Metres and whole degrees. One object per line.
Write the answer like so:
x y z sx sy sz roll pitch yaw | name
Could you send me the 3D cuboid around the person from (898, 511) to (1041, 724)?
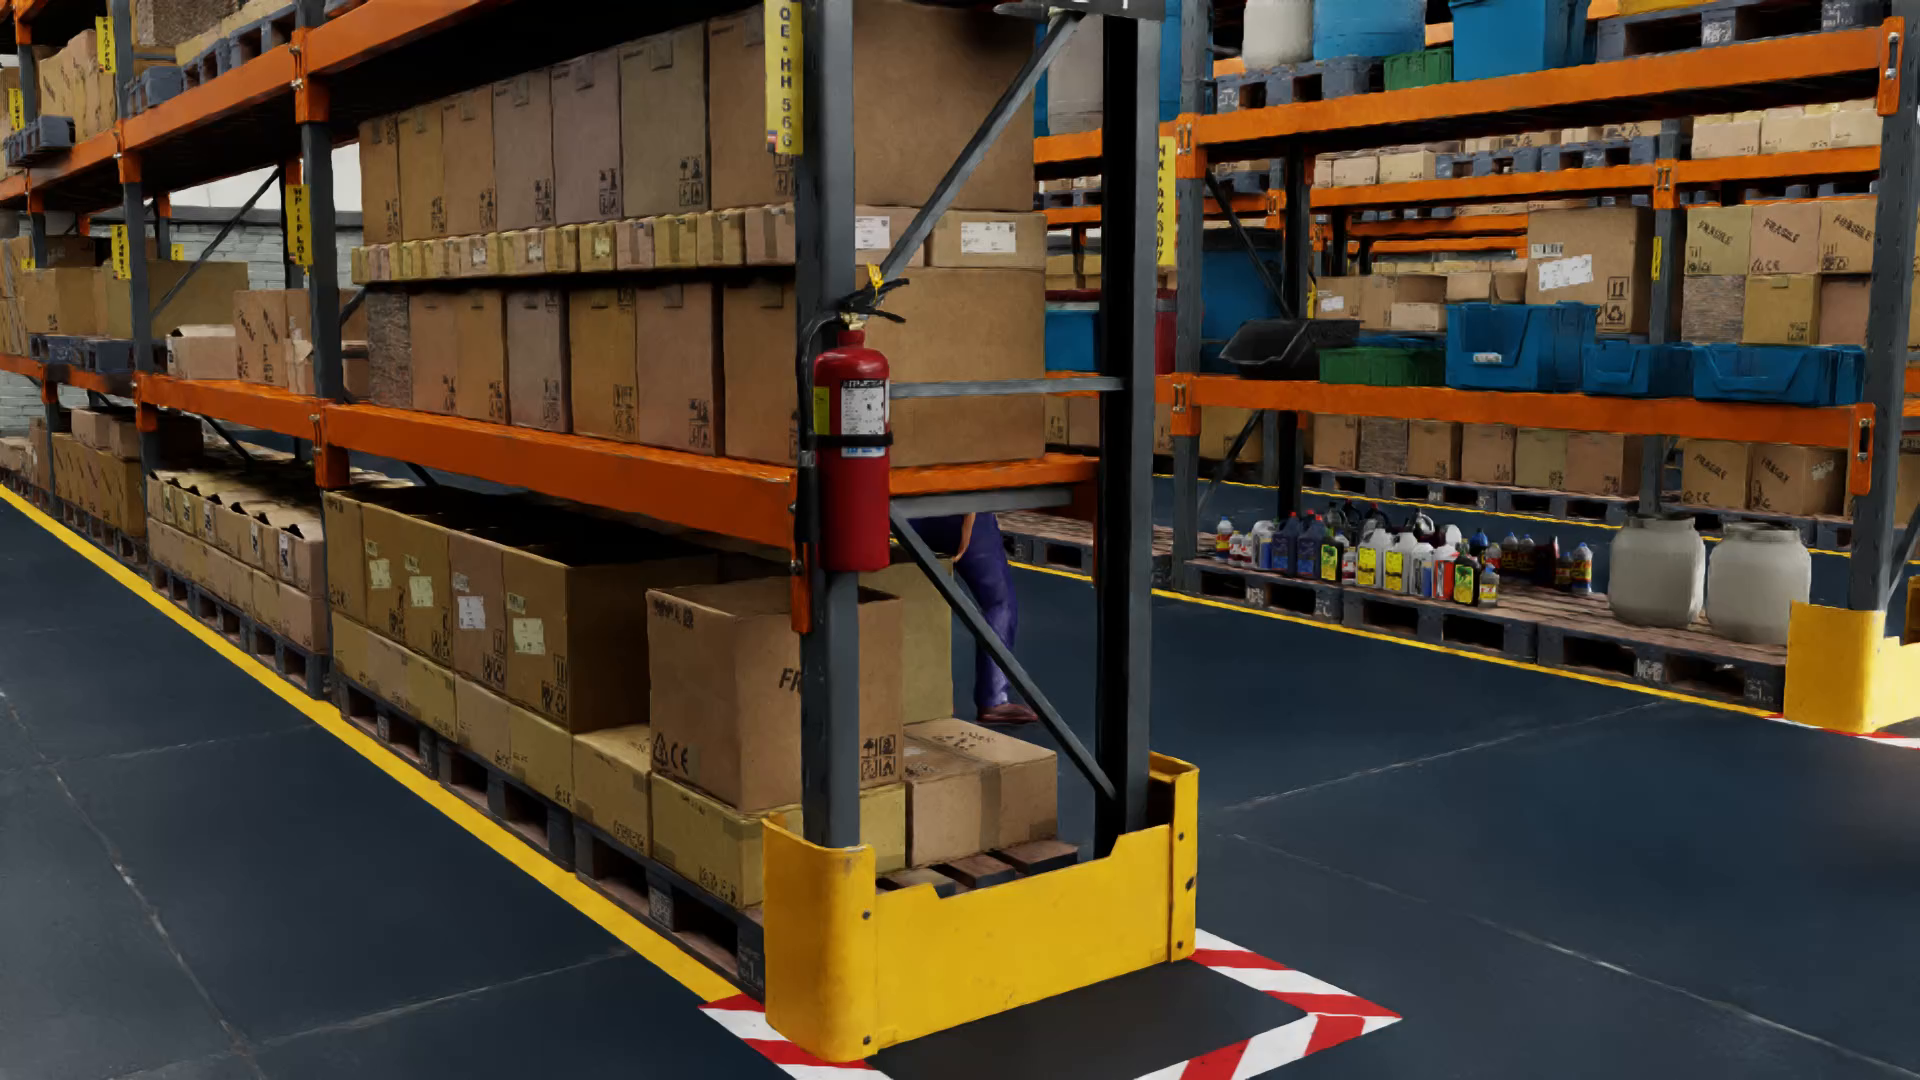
0.053 -0.042 6.764 0.722 1.617 0.447 4 9 26 | person
